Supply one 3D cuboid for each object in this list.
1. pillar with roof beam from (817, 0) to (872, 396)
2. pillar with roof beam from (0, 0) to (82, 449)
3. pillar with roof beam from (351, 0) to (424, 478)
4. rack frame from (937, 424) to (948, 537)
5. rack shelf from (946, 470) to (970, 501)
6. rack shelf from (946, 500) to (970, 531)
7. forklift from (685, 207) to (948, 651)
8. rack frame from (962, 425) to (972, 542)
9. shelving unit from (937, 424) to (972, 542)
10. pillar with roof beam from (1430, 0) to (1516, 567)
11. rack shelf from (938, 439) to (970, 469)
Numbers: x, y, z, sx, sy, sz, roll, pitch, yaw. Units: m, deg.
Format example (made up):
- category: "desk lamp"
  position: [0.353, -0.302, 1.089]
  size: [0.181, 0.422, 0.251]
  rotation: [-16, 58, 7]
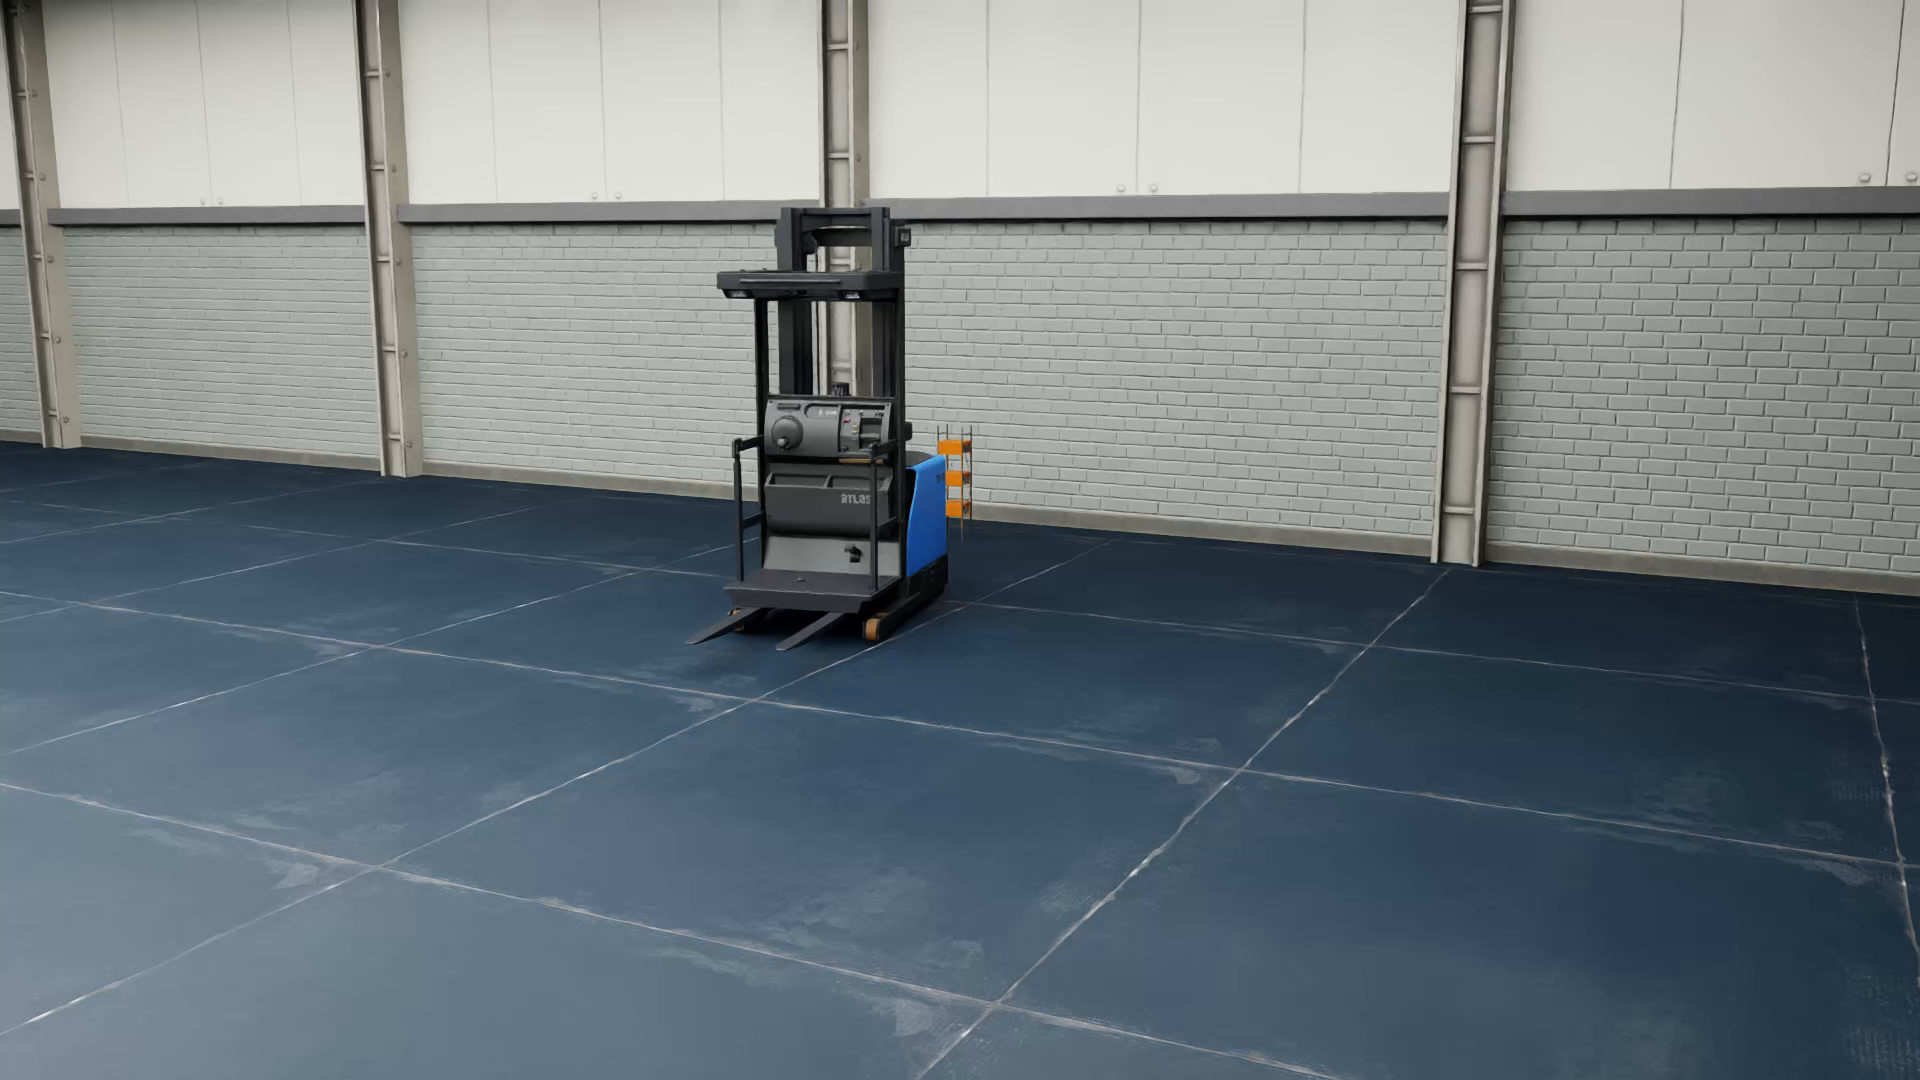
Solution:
- category: "pillar with roof beam"
  position: [-3.033, -4.029, 12.225]
  size: [0.400, 9.000, 9.100]
  rotation: [5, 11, 26]
- category: "pillar with roof beam"
  position: [-13.795, -4.975, 17.449]
  size: [0.400, 9.000, 9.100]
  rotation: [5, 11, 26]
- category: "pillar with roof beam"
  position: [-8.414, -4.502, 14.837]
  size: [0.400, 9.000, 9.100]
  rotation: [5, 11, 26]
- category: "rack frame"
  position: [-0.157, -0.530, 15.213]
  size: [0.008, 1.050, 0.200]
  rotation: [5, 11, 26]
- category: "rack shelf"
  position: [-0.048, -0.510, 15.162]
  size: [0.240, 0.259, 0.215]
  rotation: [5, 11, 26]
- category: "rack shelf"
  position: [-0.048, -0.237, 15.211]
  size: [0.240, 0.259, 0.215]
  rotation: [5, 11, 26]
- category: "forklift"
  position: [-0.989, -0.820, 11.532]
  size: [1.130, 2.935, 3.031]
  rotation: [3, 11, 16]
- category: "rack frame"
  position: [0.061, -0.511, 15.107]
  size: [0.008, 1.050, 0.200]
  rotation: [5, 11, 26]
- category: "shelving unit"
  position: [-0.048, -0.521, 15.160]
  size: [0.252, 1.050, 0.215]
  rotation: [5, 11, 26]
- category: "pillar with roof beam"
  position: [2.347, -3.556, 9.612]
  size: [0.400, 9.000, 9.100]
  rotation: [5, 11, 26]
- category: "rack shelf"
  position: [-0.048, -0.790, 15.111]
  size: [0.240, 0.259, 0.215]
  rotation: [5, 11, 26]
